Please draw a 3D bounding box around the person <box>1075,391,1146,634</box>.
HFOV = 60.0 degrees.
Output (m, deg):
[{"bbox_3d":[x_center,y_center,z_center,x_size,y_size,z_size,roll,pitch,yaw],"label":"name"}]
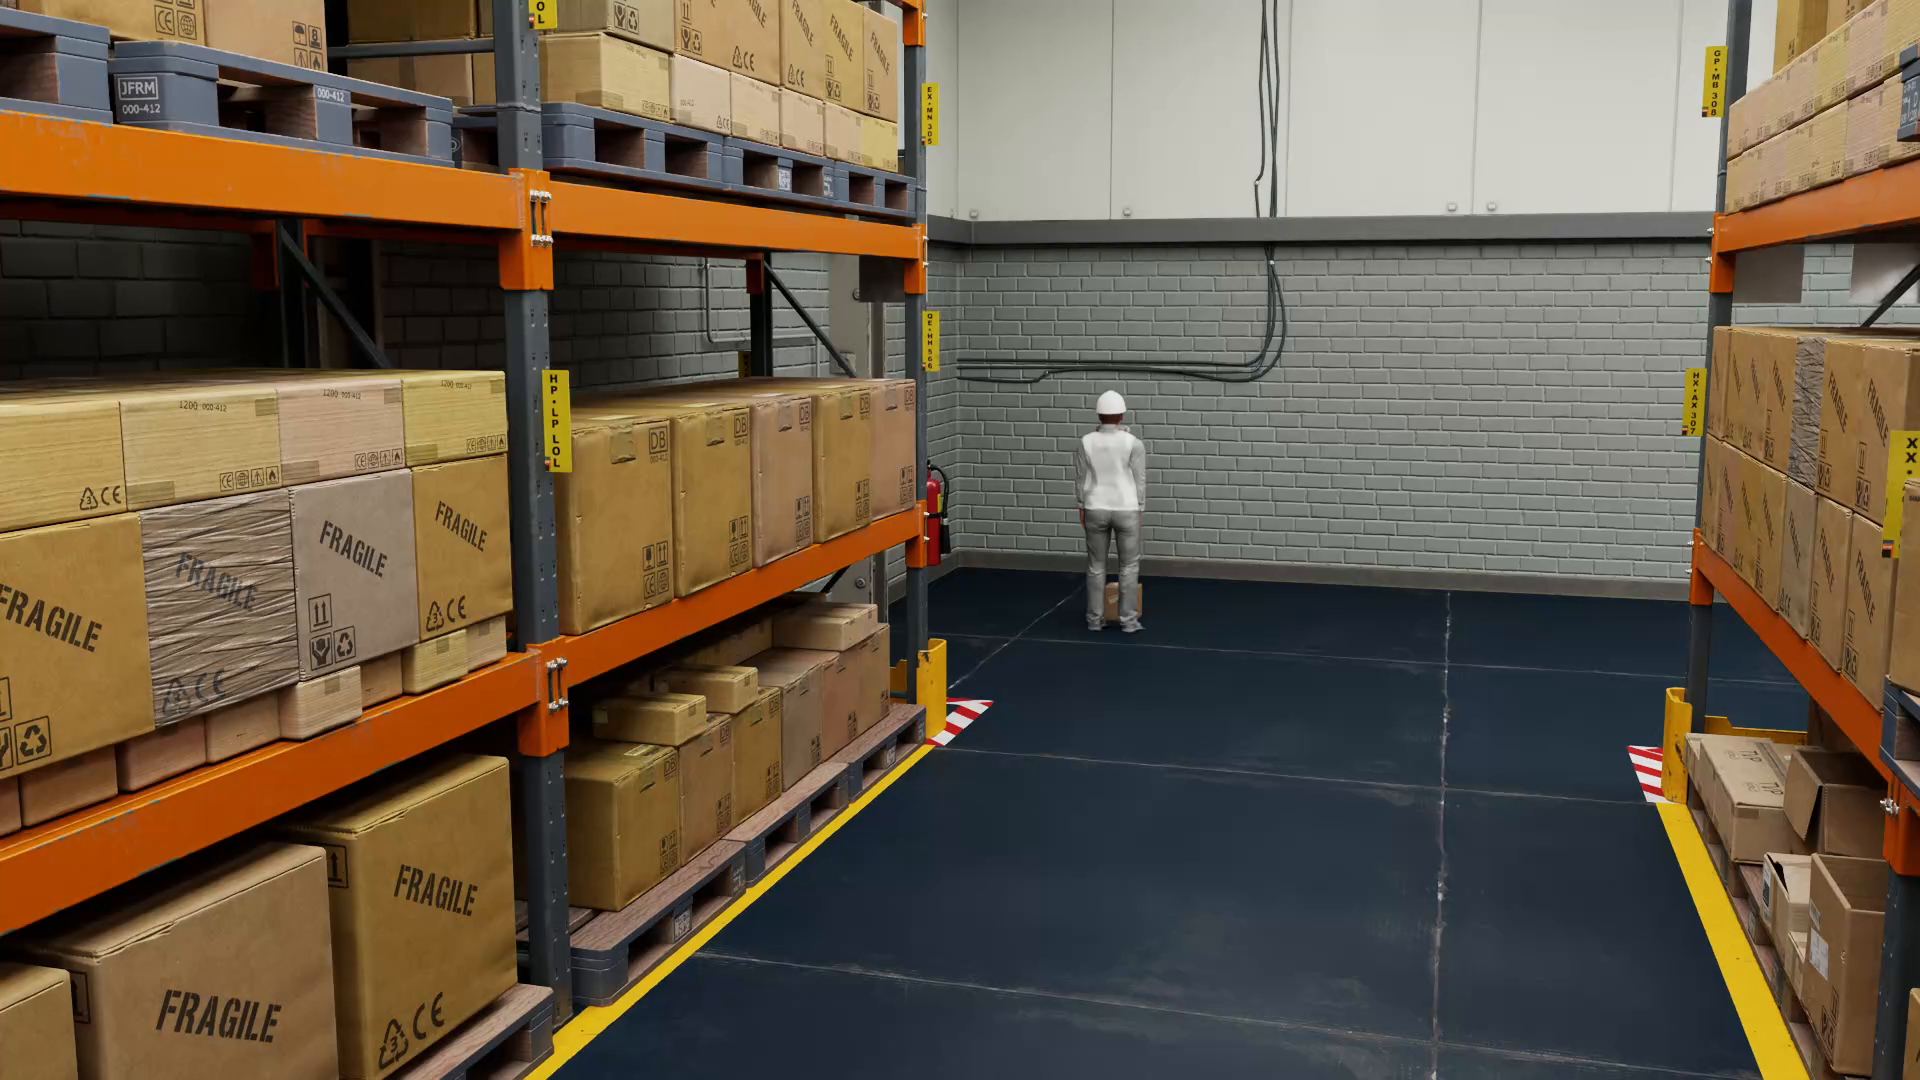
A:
[{"bbox_3d":[1.106,-0.211,12.213,0.531,1.770,0.359,3,9,17],"label":"person"}]
